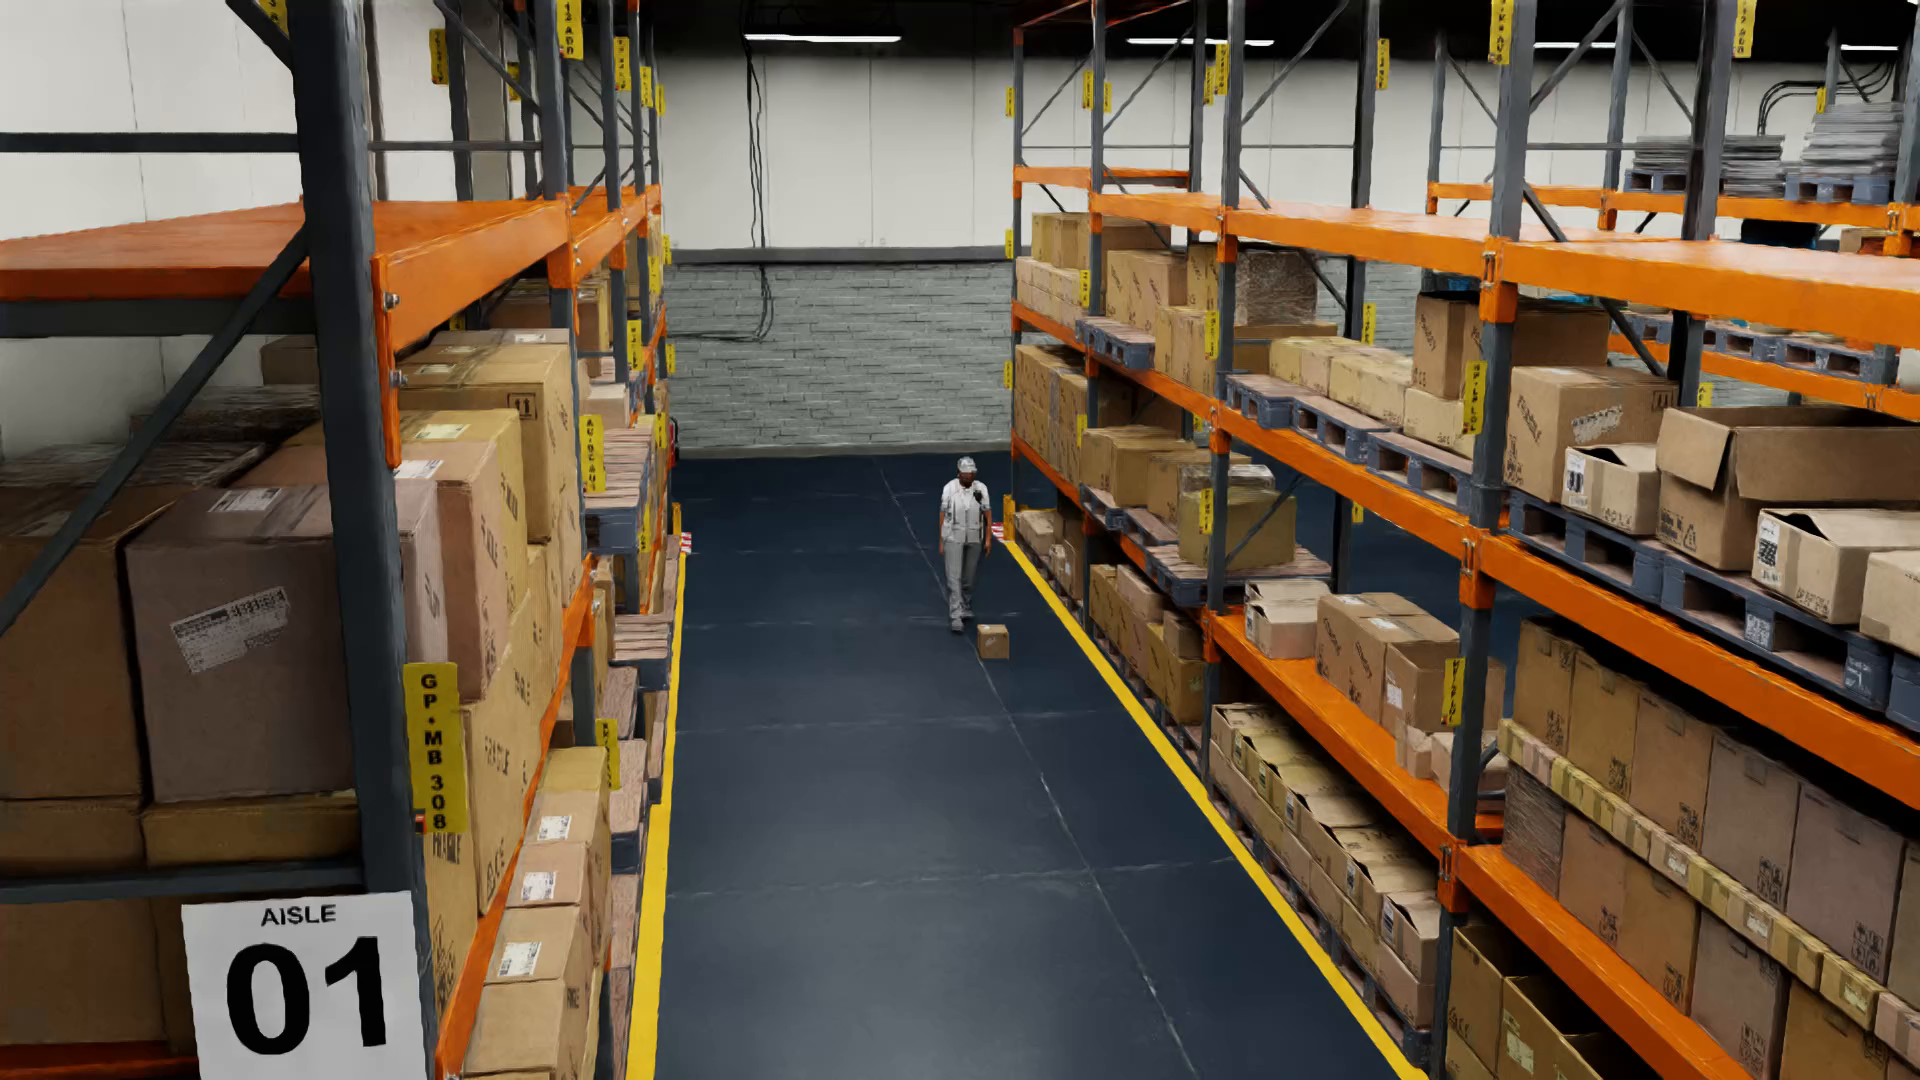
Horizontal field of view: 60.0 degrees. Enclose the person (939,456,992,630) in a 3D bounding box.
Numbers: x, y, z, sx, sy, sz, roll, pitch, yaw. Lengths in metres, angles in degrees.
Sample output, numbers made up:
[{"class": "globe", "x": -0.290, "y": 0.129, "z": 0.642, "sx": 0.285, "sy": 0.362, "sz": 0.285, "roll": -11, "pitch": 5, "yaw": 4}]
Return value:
[{"class": "person", "x": 0.073, "y": 0.001, "z": 15.944, "sx": 0.495, "sy": 1.625, "sz": 0.796, "roll": -3, "pitch": 14, "yaw": -13}]
